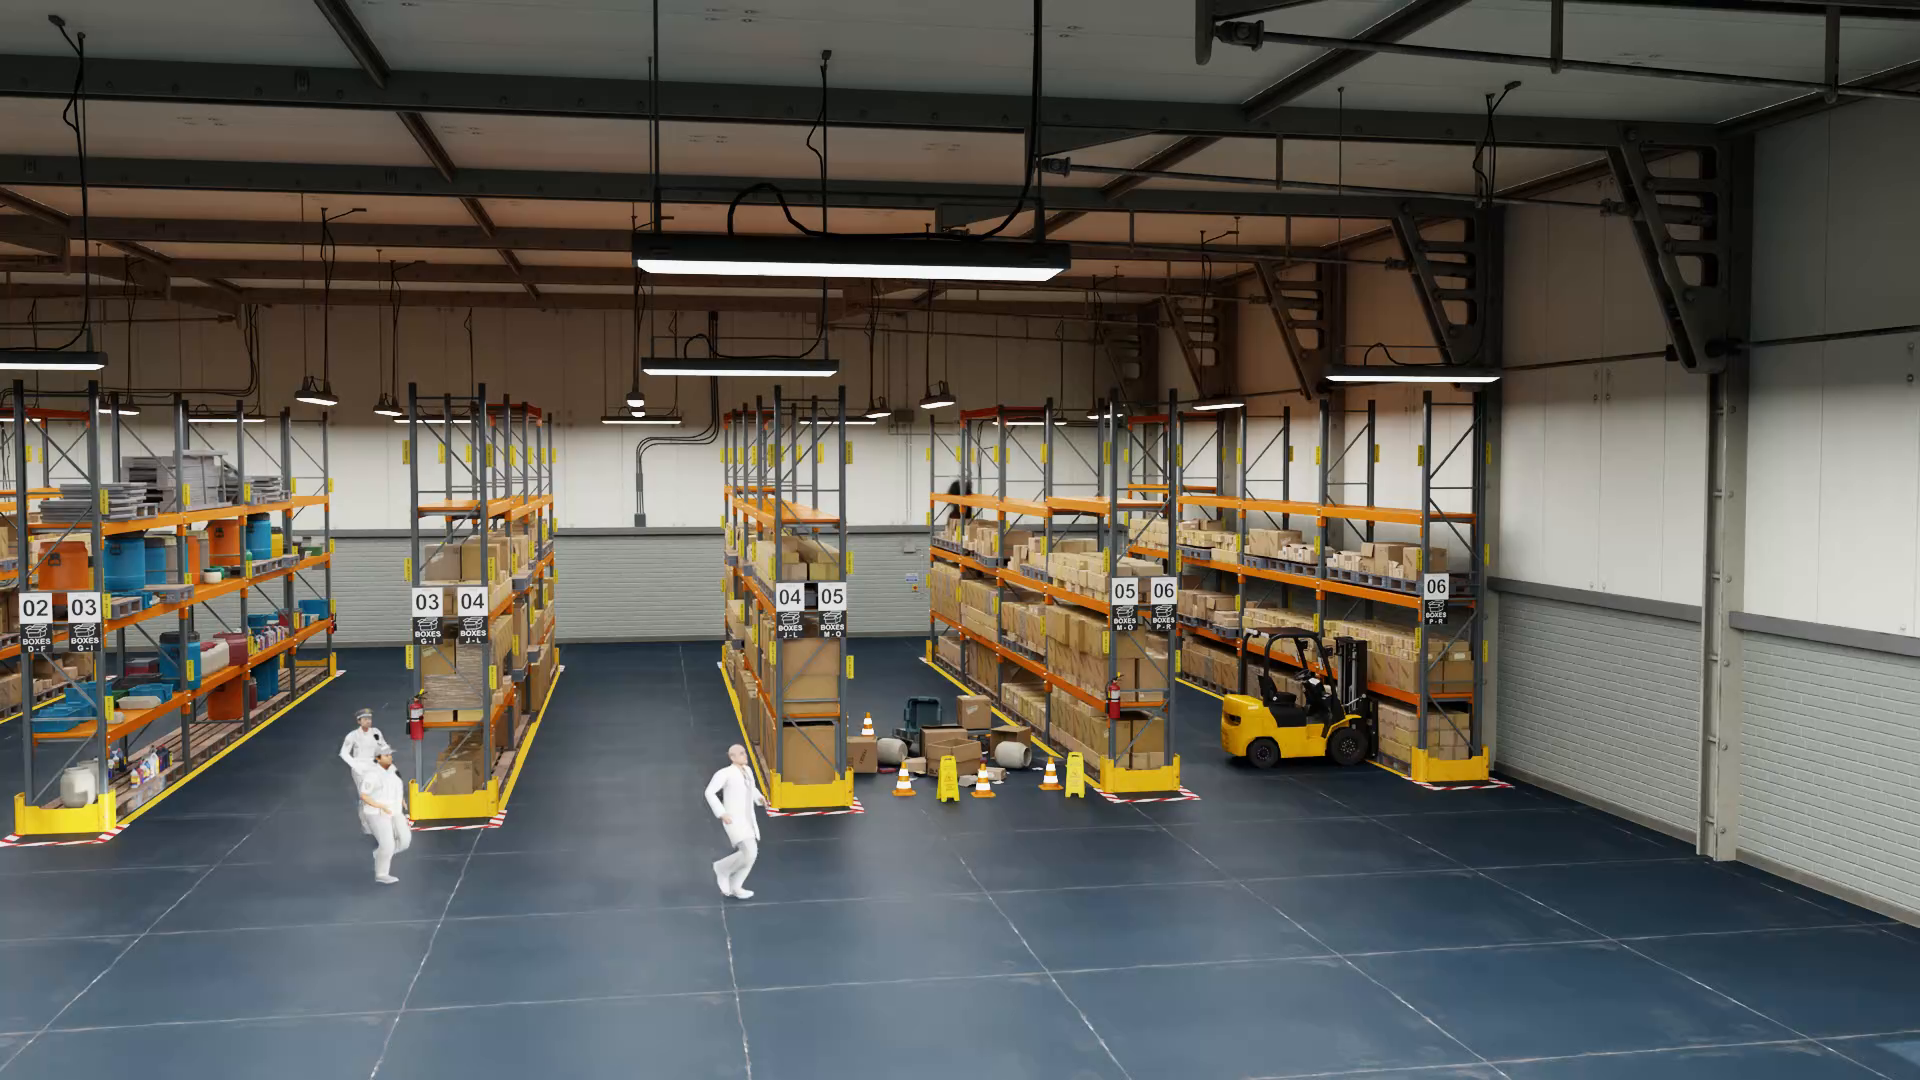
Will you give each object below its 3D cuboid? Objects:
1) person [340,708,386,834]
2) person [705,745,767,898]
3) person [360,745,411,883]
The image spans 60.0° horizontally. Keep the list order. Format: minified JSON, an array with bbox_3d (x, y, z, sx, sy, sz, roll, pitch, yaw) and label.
[{"bbox_3d":[-7.954,3.059,22.205,0.654,1.662,0.584,-3,4,-43],"label":"person"},{"bbox_3d":[-2.477,3.177,18.760,0.571,1.738,0.773,2,3,28],"label":"person"},{"bbox_3d":[-6.728,3.204,19.466,0.505,1.621,0.570,1,3,24],"label":"person"}]
